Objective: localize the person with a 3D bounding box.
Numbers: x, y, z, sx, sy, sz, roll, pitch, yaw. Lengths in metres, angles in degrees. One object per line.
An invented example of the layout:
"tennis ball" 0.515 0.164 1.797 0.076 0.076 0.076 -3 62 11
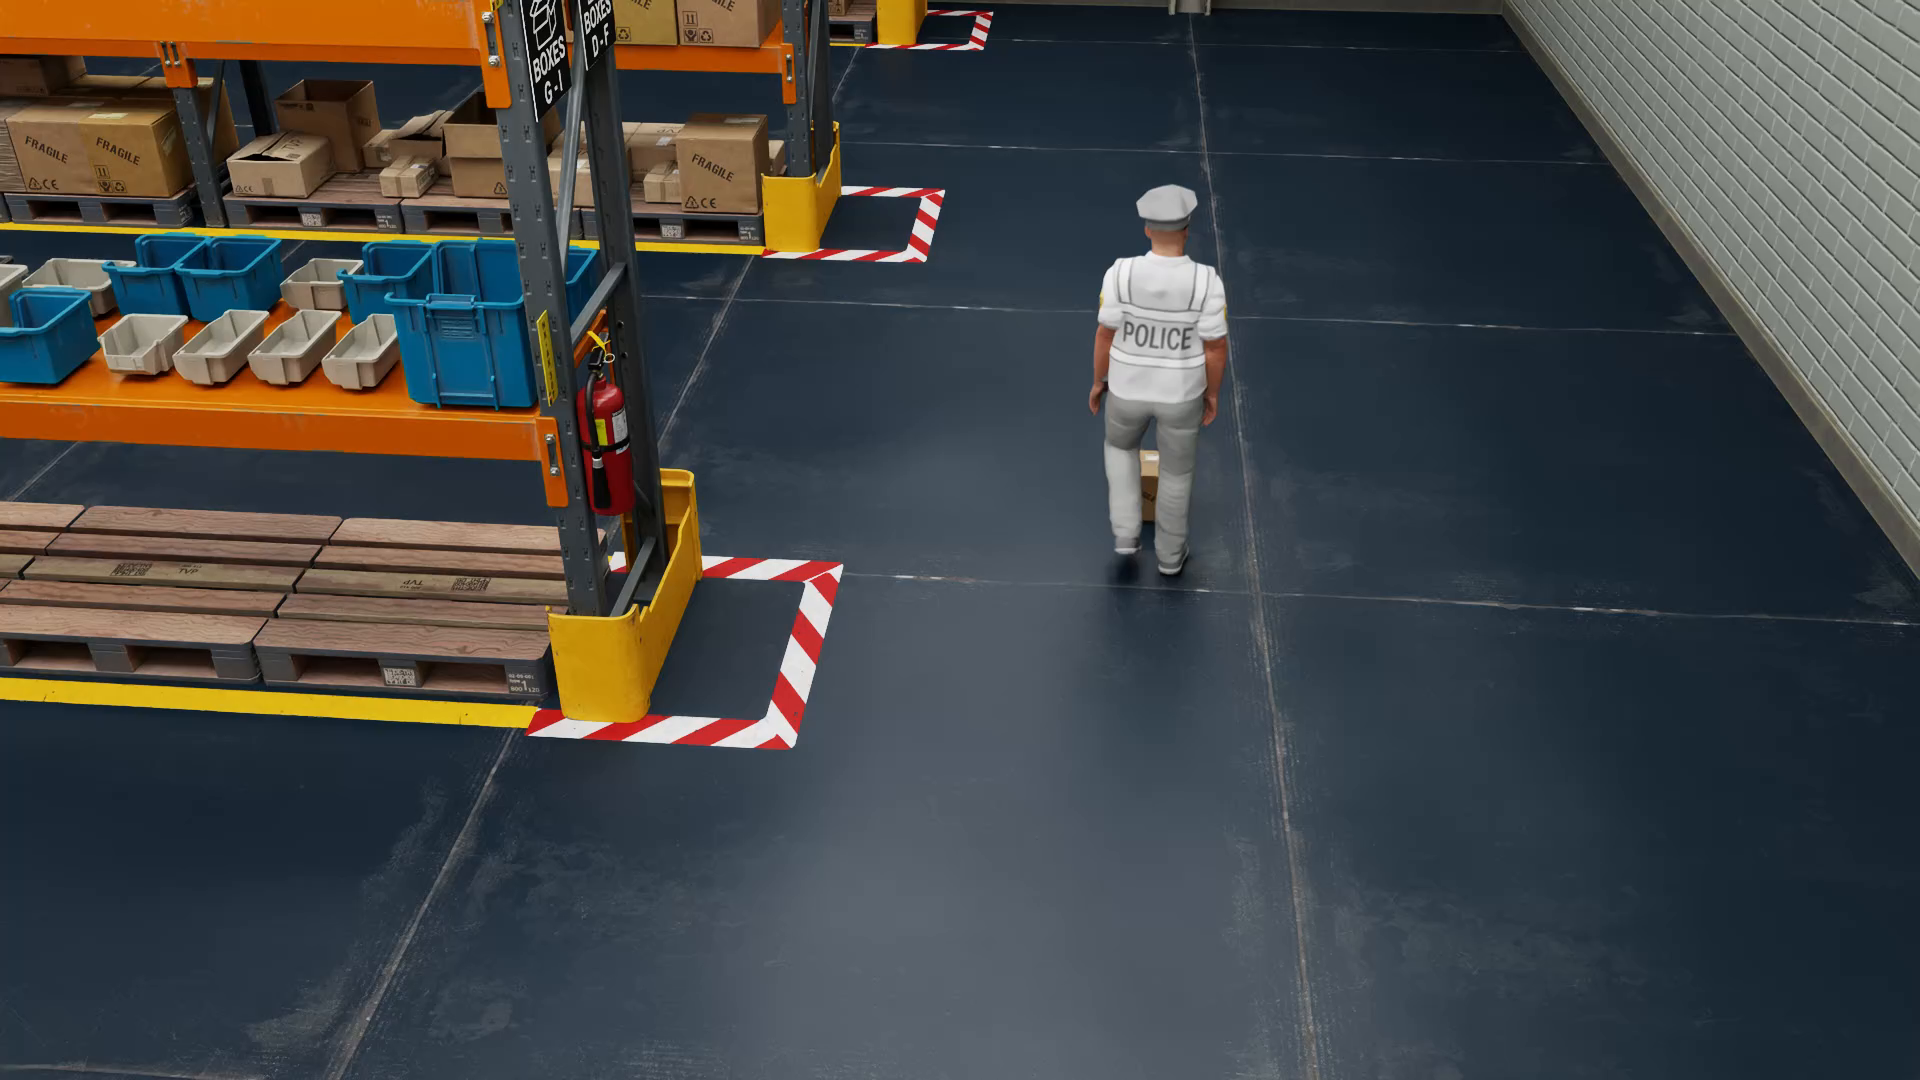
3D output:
"person" 0.844 -0.658 7.155 0.572 1.767 0.421 6 32 9
